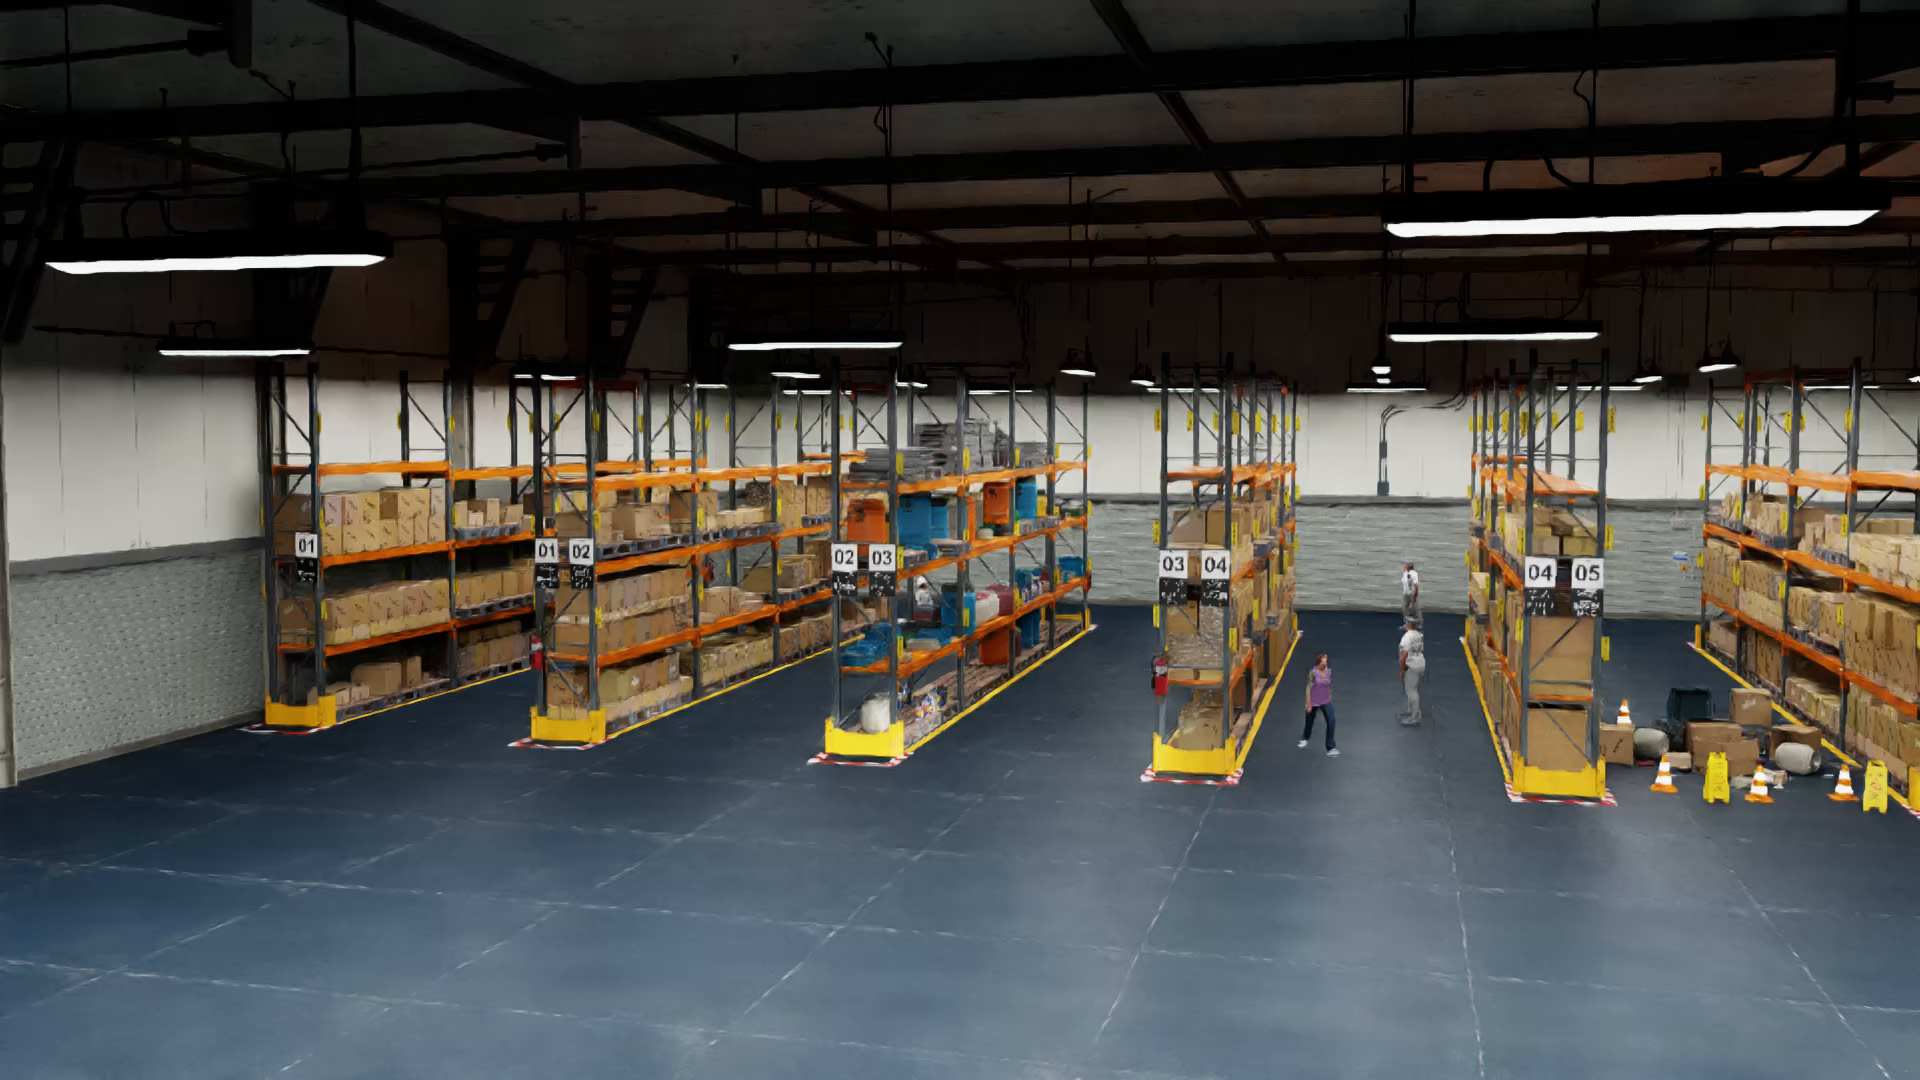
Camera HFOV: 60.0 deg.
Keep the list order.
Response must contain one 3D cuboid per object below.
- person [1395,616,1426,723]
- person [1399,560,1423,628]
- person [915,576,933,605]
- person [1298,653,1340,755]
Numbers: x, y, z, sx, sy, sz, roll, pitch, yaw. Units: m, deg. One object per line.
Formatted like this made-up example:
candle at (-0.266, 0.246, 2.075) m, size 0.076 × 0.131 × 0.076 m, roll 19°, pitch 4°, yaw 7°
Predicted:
person at (7.539, 2.153, 27.894) m, size 0.580 × 1.745 × 0.654 m, roll 4°, pitch 5°, yaw 42°
person at (11.041, 1.324, 40.590) m, size 0.572 × 1.660 × 0.499 m, roll -2°, pitch 5°, yaw -28°
person at (-0.771, 1.651, 35.120) m, size 0.445 × 1.760 × 0.576 m, roll -1°, pitch 4°, yaw -16°
person at (5.442, 2.457, 25.214) m, size 0.452 × 1.536 × 0.881 m, roll -1°, pitch 4°, yaw -9°
